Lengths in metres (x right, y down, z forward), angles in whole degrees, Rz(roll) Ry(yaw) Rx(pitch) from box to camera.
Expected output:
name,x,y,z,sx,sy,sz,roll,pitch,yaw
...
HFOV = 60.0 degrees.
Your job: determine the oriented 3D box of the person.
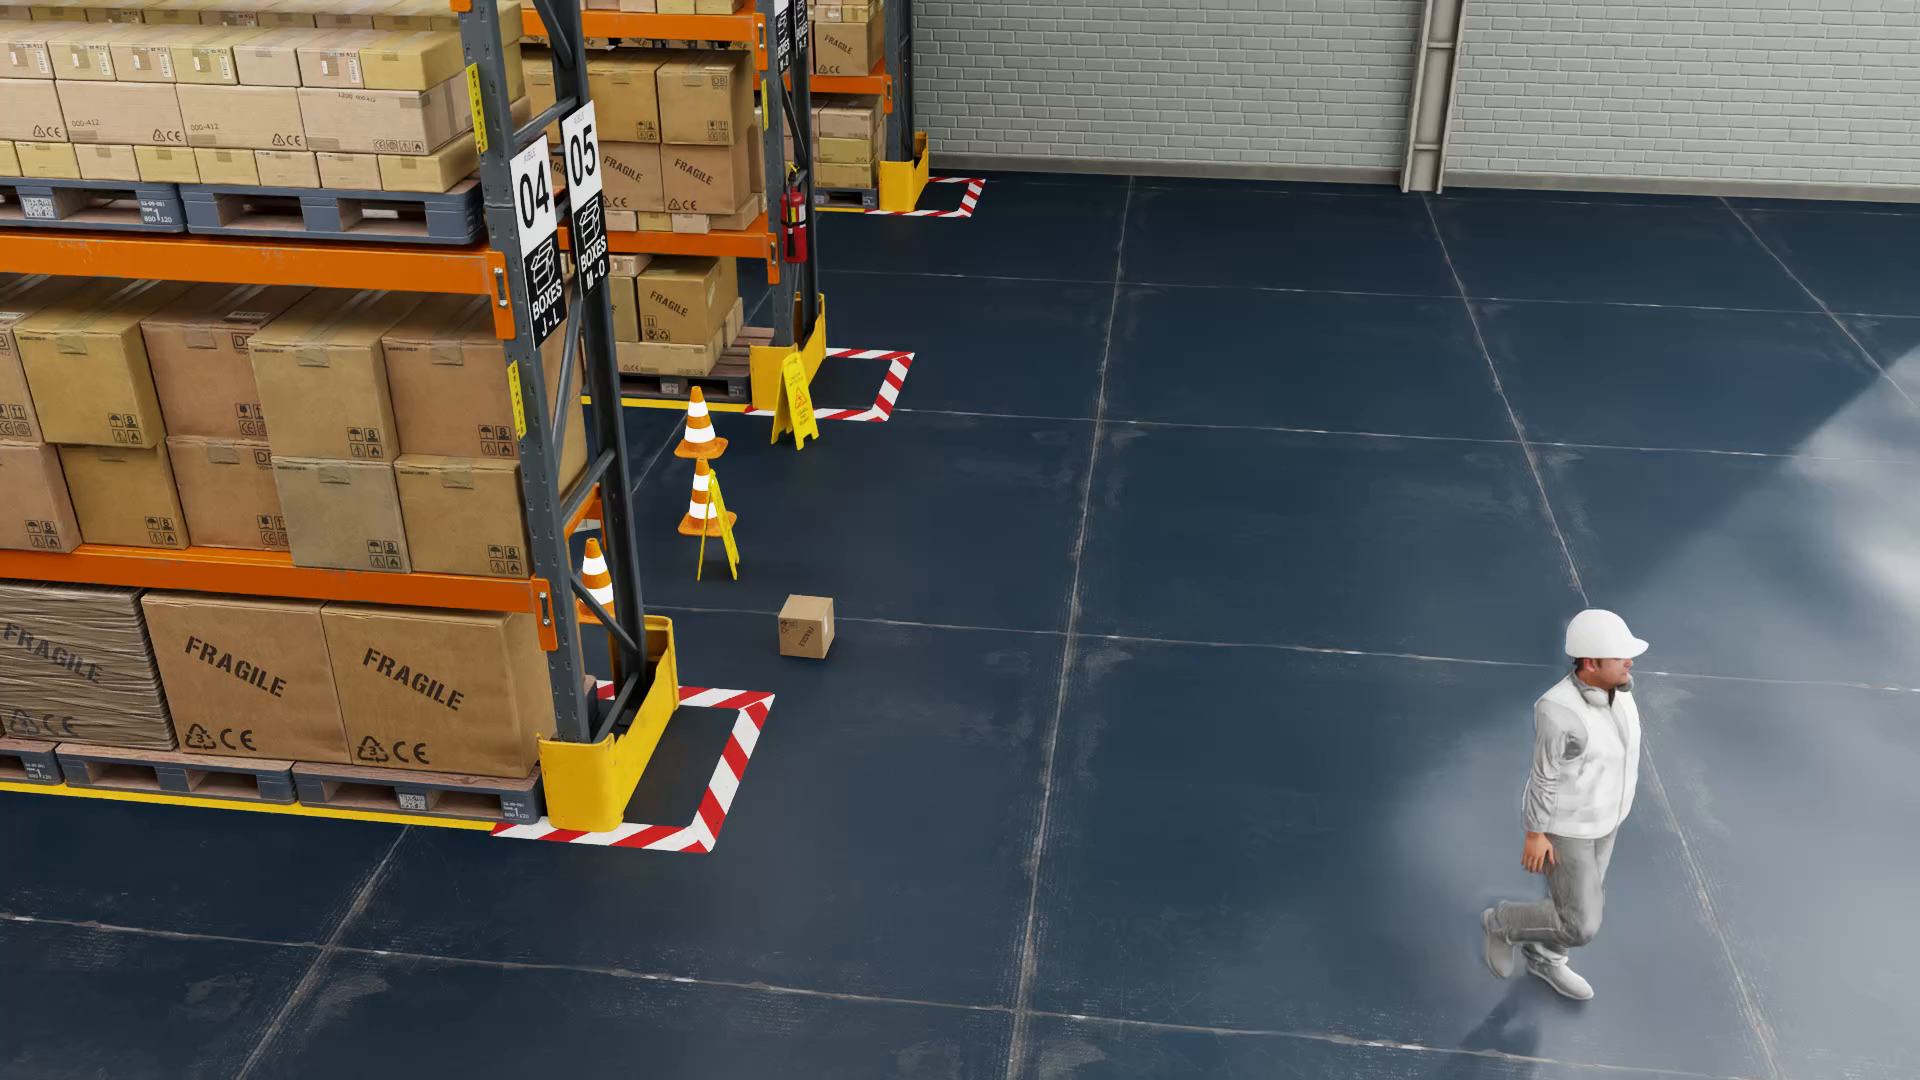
name,x,y,z,sx,sy,sz,roll,pitch,yaw
person,2.420,1.069,6.541,0.559,1.764,0.498,-22,35,-35
